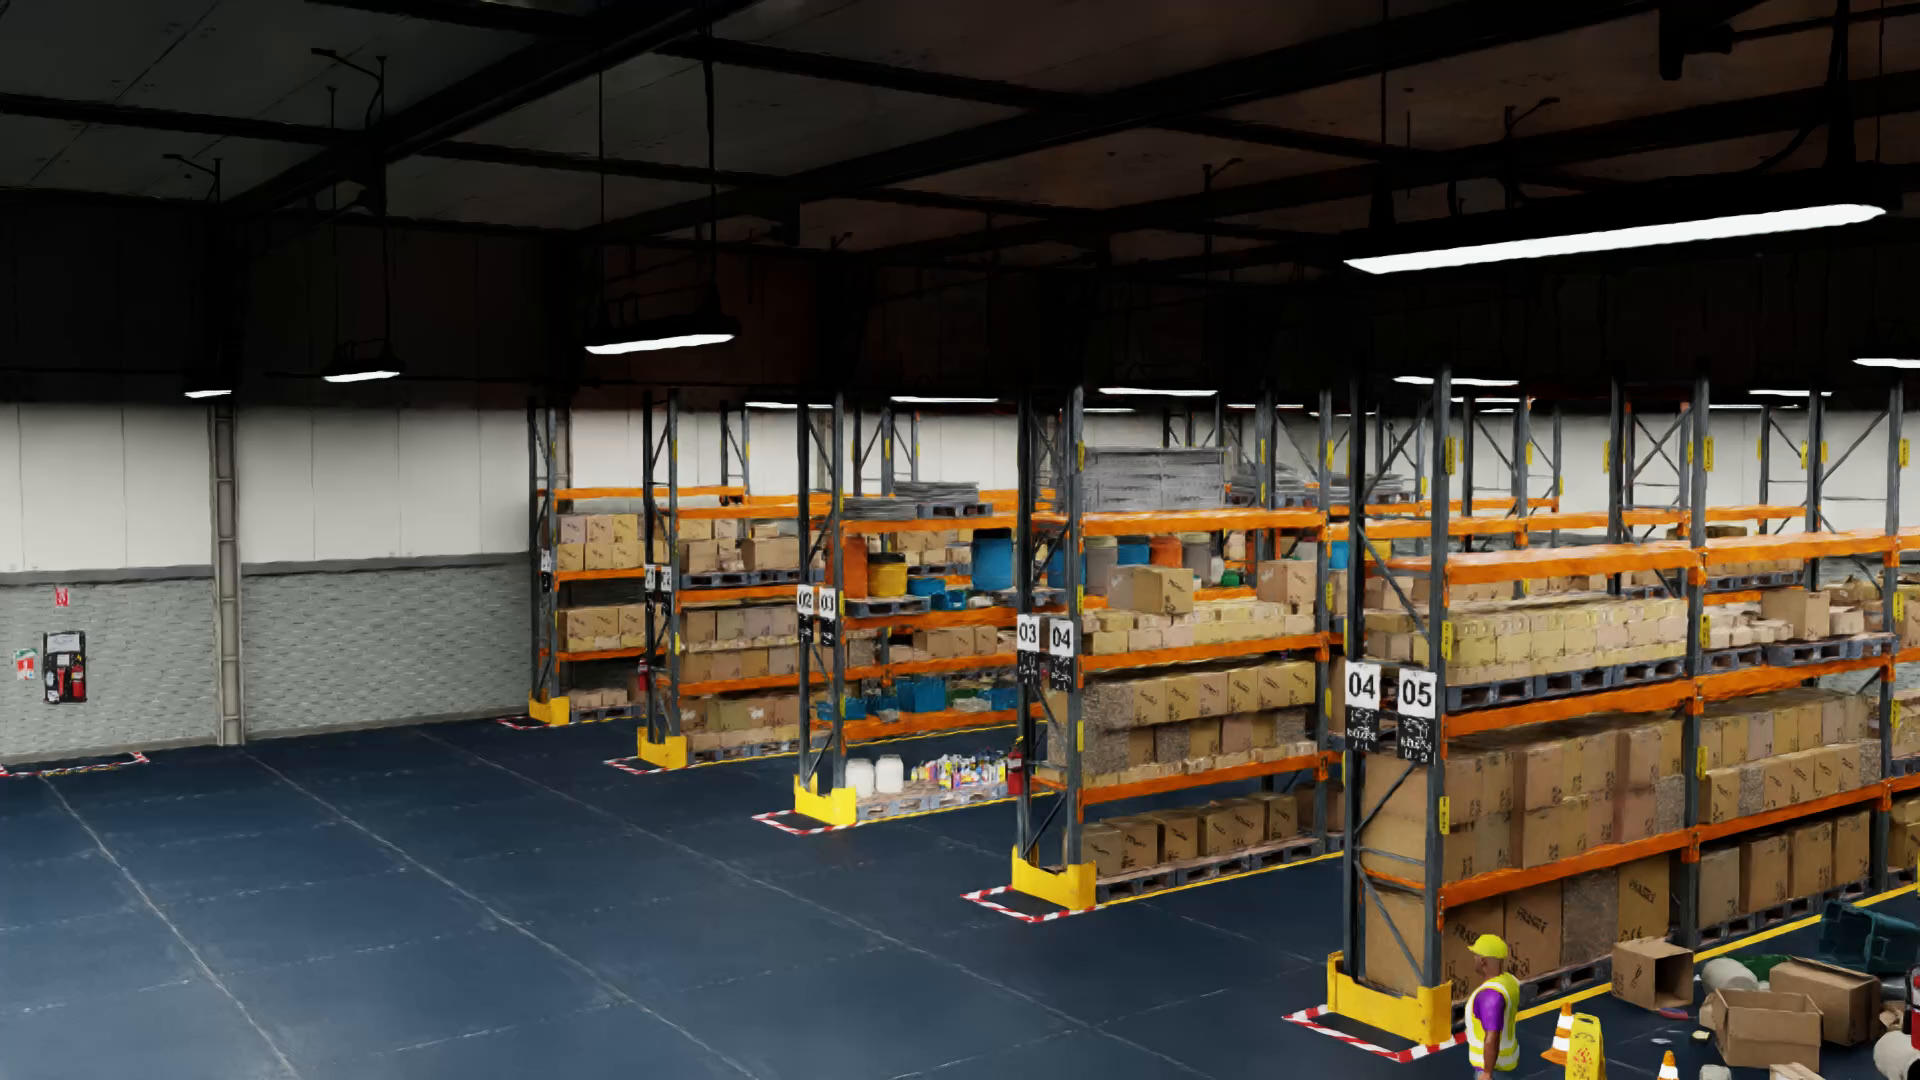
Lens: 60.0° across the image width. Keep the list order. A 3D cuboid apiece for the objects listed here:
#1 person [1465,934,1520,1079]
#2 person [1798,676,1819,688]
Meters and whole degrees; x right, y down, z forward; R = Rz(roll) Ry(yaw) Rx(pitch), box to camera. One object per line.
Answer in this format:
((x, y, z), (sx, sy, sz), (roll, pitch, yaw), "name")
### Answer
((3.743, 3.614, 11.496), (0.536, 1.760, 0.646), (2, 4, 27), "person")
((14.965, 2.539, 29.606), (0.727, 1.756, 0.476), (0, 3, -6), "person")
